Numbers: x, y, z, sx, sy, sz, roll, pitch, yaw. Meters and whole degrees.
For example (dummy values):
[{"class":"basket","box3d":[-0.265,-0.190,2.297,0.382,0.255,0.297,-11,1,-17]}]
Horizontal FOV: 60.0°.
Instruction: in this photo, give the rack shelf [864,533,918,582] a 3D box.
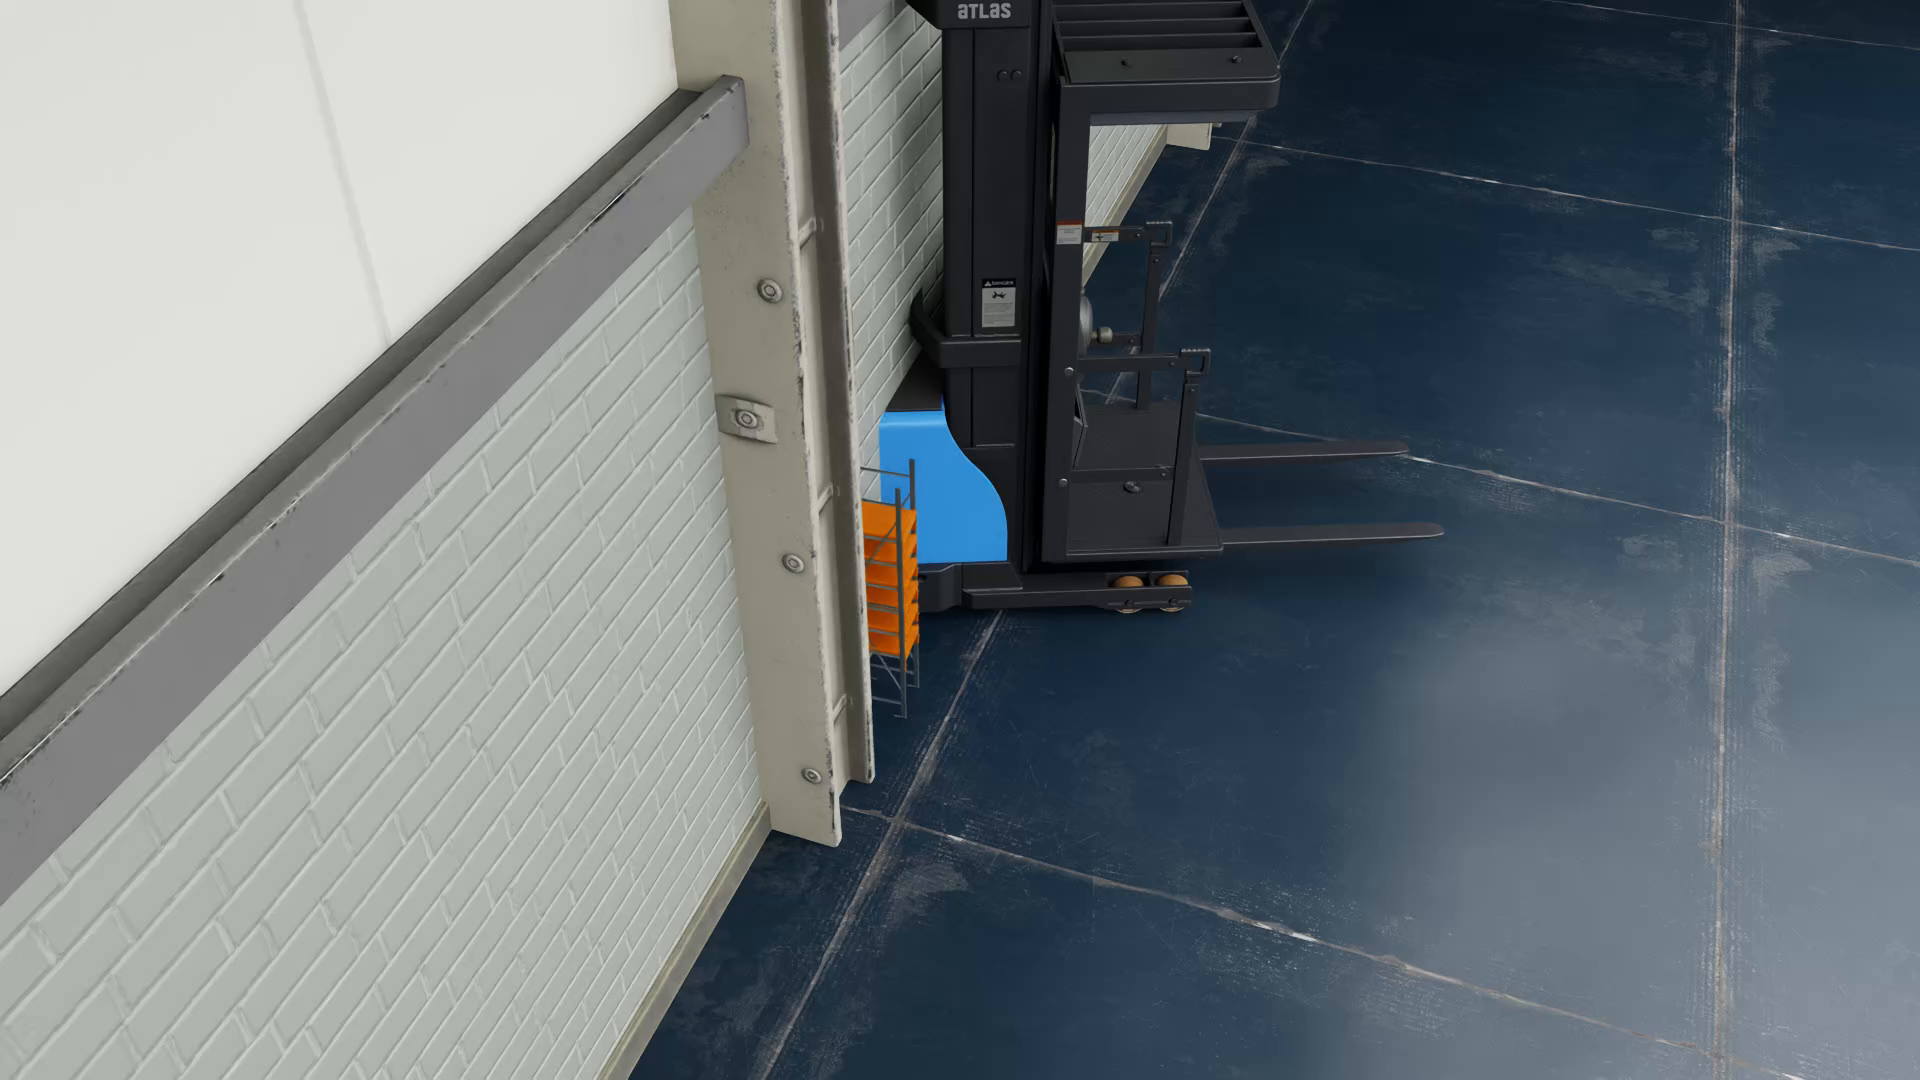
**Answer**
[{"class":"rack shelf","box3d":[-0.310,0.047,6.421,0.258,0.103,0.180,10,41,12]}]

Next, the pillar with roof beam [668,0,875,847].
[{"class":"pillar with roof beam","box3d":[3.498,-1.452,2.472,9.100,9.000,0.400,13,42,15]}]

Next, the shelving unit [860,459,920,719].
[{"class":"shelving unit","box3d":[-0.310,0.197,6.547,0.258,1.200,0.189,10,41,12]}]

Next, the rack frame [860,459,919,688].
[{"class":"rack frame","box3d":[-0.286,0.140,6.615,0.240,1.200,0.006,10,41,12]}]

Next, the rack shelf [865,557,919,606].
[{"class":"rack shelf","box3d":[-0.310,0.139,6.498,0.258,0.103,0.180,10,41,12]}]

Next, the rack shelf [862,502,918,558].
[{"class":"rack shelf","box3d":[-0.310,-0.045,6.344,0.258,0.103,0.180,10,41,12]}]

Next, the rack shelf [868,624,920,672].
[{"class":"rack shelf","box3d":[-0.311,0.415,6.729,0.258,0.103,0.180,10,41,12]}]

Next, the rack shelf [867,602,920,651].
[{"class":"rack shelf","box3d":[-0.311,0.323,6.652,0.258,0.103,0.180,10,41,12]}]

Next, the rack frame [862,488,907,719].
[{"class":"rack frame","box3d":[-0.334,0.254,6.479,0.240,1.200,0.006,10,41,12]}]

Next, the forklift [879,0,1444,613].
[{"class":"forklift","box3d":[0.626,-1.137,6.778,3.031,2.935,1.130,-2,41,-2]}]

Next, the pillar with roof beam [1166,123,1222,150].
[{"class":"pillar with roof beam","box3d":[5.550,-5.111,6.761,9.100,9.000,0.400,13,42,15]}]

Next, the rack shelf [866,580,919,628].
[{"class":"rack shelf","box3d":[-0.310,0.231,6.575,0.258,0.103,0.180,10,41,12]}]
